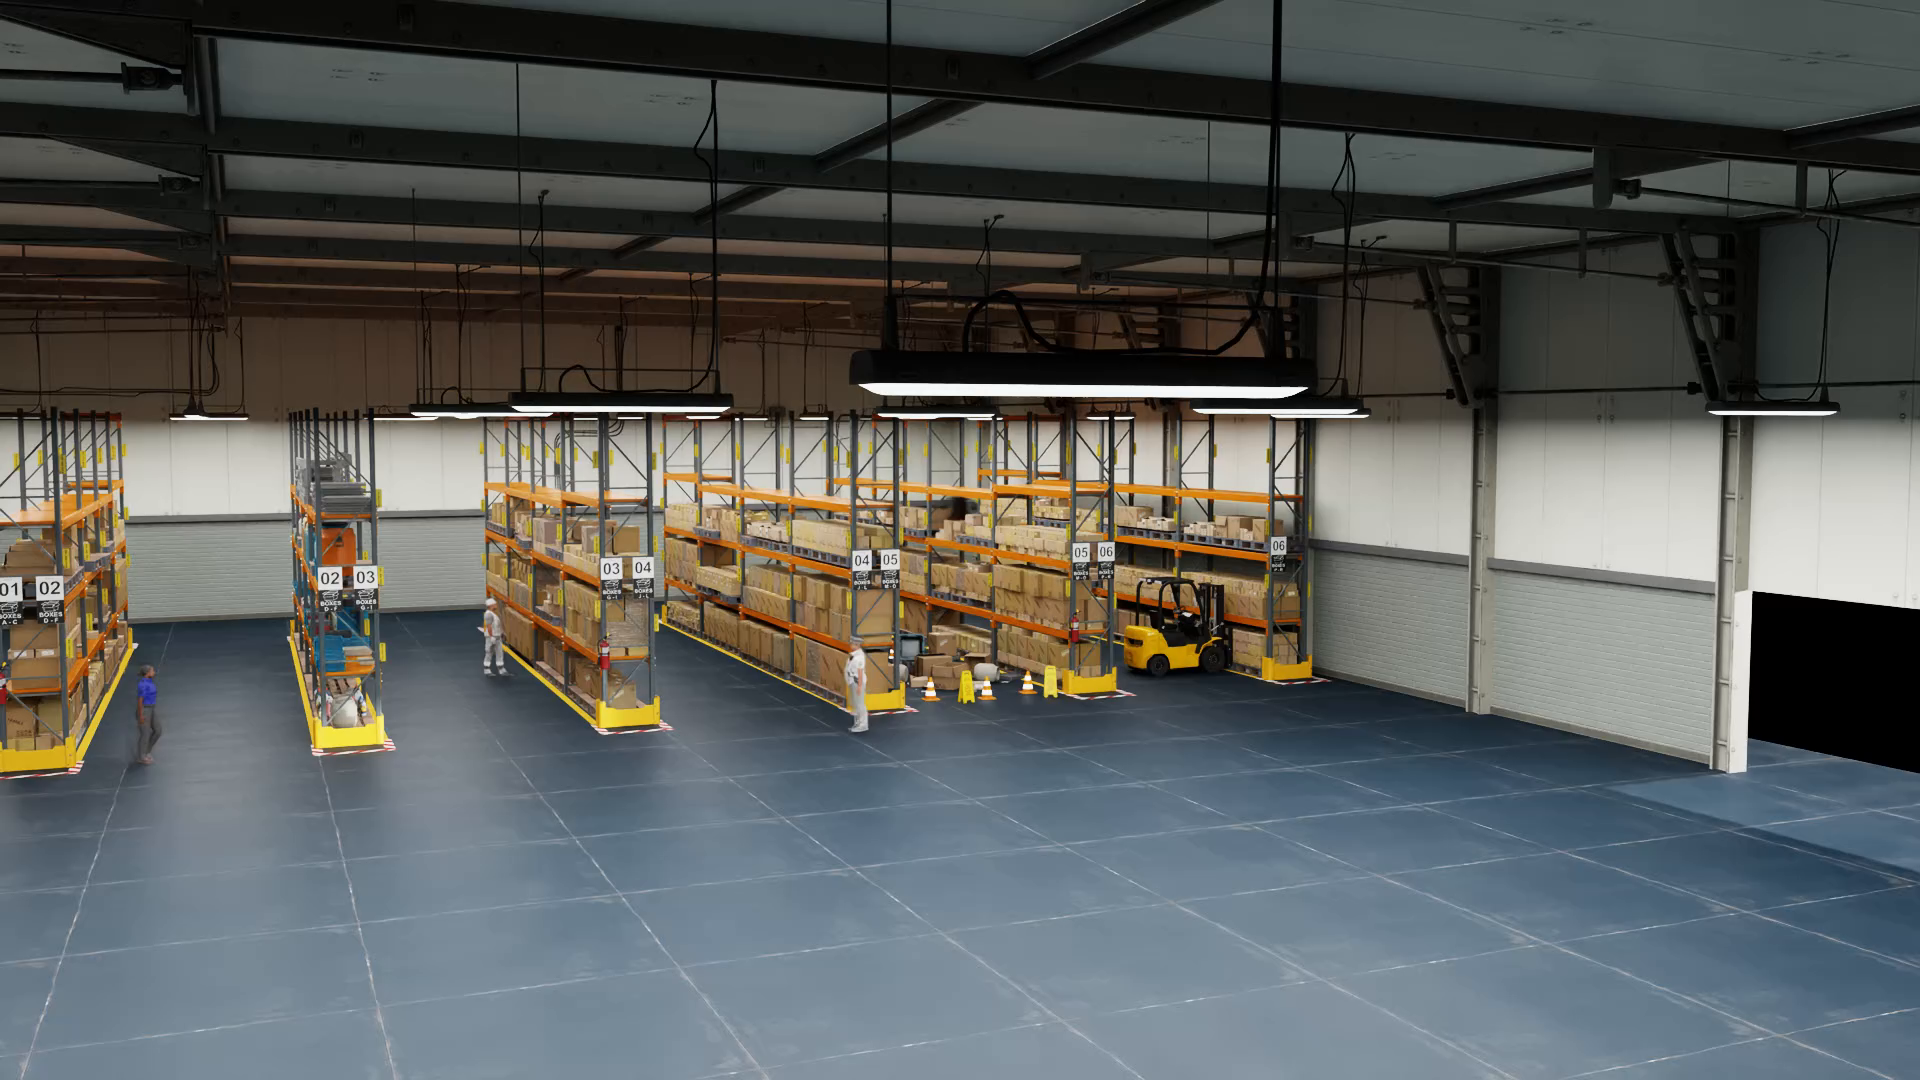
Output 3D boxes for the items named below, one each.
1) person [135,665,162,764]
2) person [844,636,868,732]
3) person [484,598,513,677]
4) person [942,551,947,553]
[{"bbox_3d":[-13.792,2.940,28.161,0.405,1.670,0.550,0,4,2],"label":"person"},{"bbox_3d":[-1.940,2.689,30.899,0.414,1.805,0.668,-1,4,-19],"label":"person"},{"bbox_3d":[-10.468,2.212,37.501,0.616,1.791,0.553,1,4,17],"label":"person"},{"bbox_3d":[-0.520,1.197,52.300,0.615,1.712,0.500,4,5,43],"label":"person"}]
